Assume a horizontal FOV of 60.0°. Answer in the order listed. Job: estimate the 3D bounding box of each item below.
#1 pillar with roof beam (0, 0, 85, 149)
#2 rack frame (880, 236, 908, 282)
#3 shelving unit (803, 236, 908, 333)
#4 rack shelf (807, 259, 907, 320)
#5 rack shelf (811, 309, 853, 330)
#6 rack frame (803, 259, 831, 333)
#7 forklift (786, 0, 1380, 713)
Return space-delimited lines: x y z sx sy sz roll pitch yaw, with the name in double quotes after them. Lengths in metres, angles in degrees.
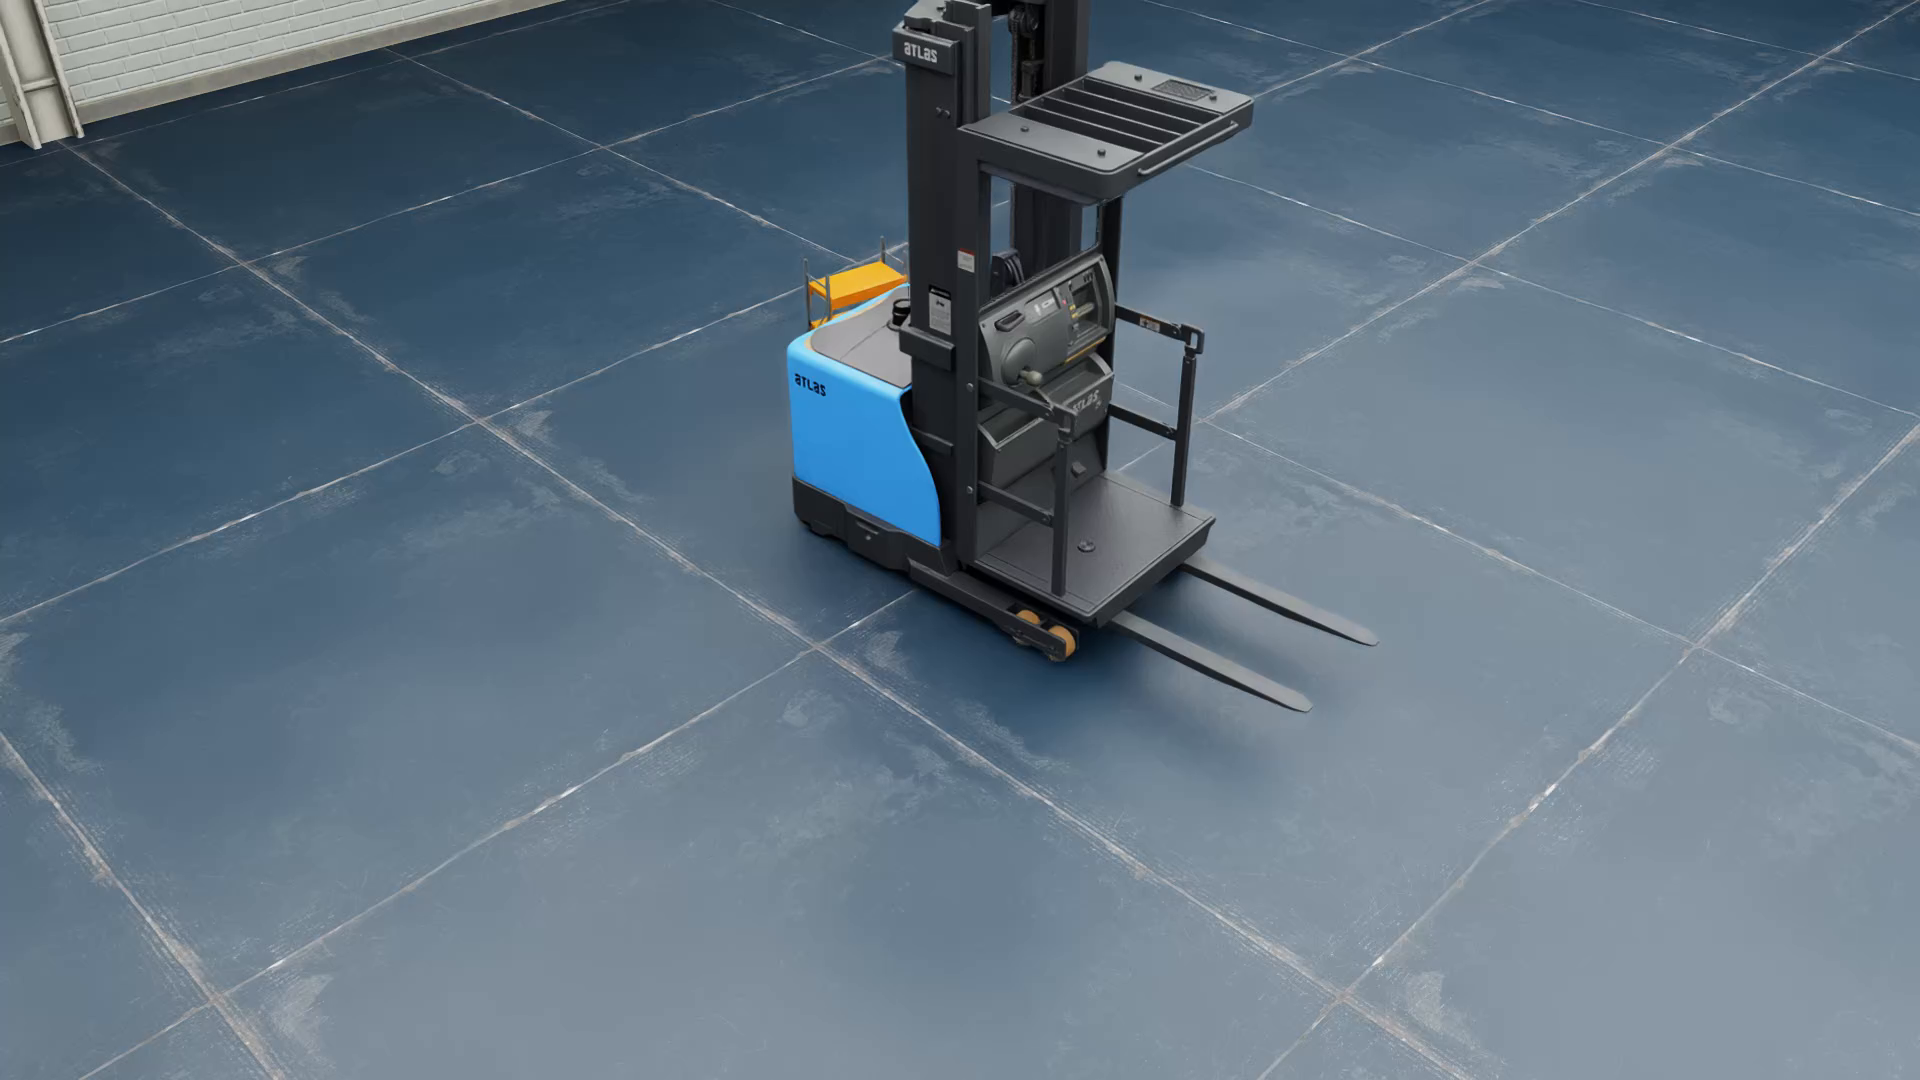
-4.249 -5.193 8.321 9.100 9.000 0.400 30 45 35 "pillar with roof beam"
-0.355 -1.097 9.264 0.015 1.200 0.240 -22 41 -29 "rack frame"
-0.553 -1.015 9.147 0.503 1.200 0.258 -22 41 -29 "shelving unit"
-0.553 -1.338 8.923 0.480 0.148 0.258 -22 41 -29 "rack shelf"
-0.553 -1.144 9.058 0.480 0.148 0.258 -22 41 -29 "rack shelf"
-0.751 -0.934 9.030 0.015 1.200 0.240 -22 41 -29 "rack frame"
0.571 -0.969 7.567 3.031 2.935 1.130 26 42 32 "forklift"
